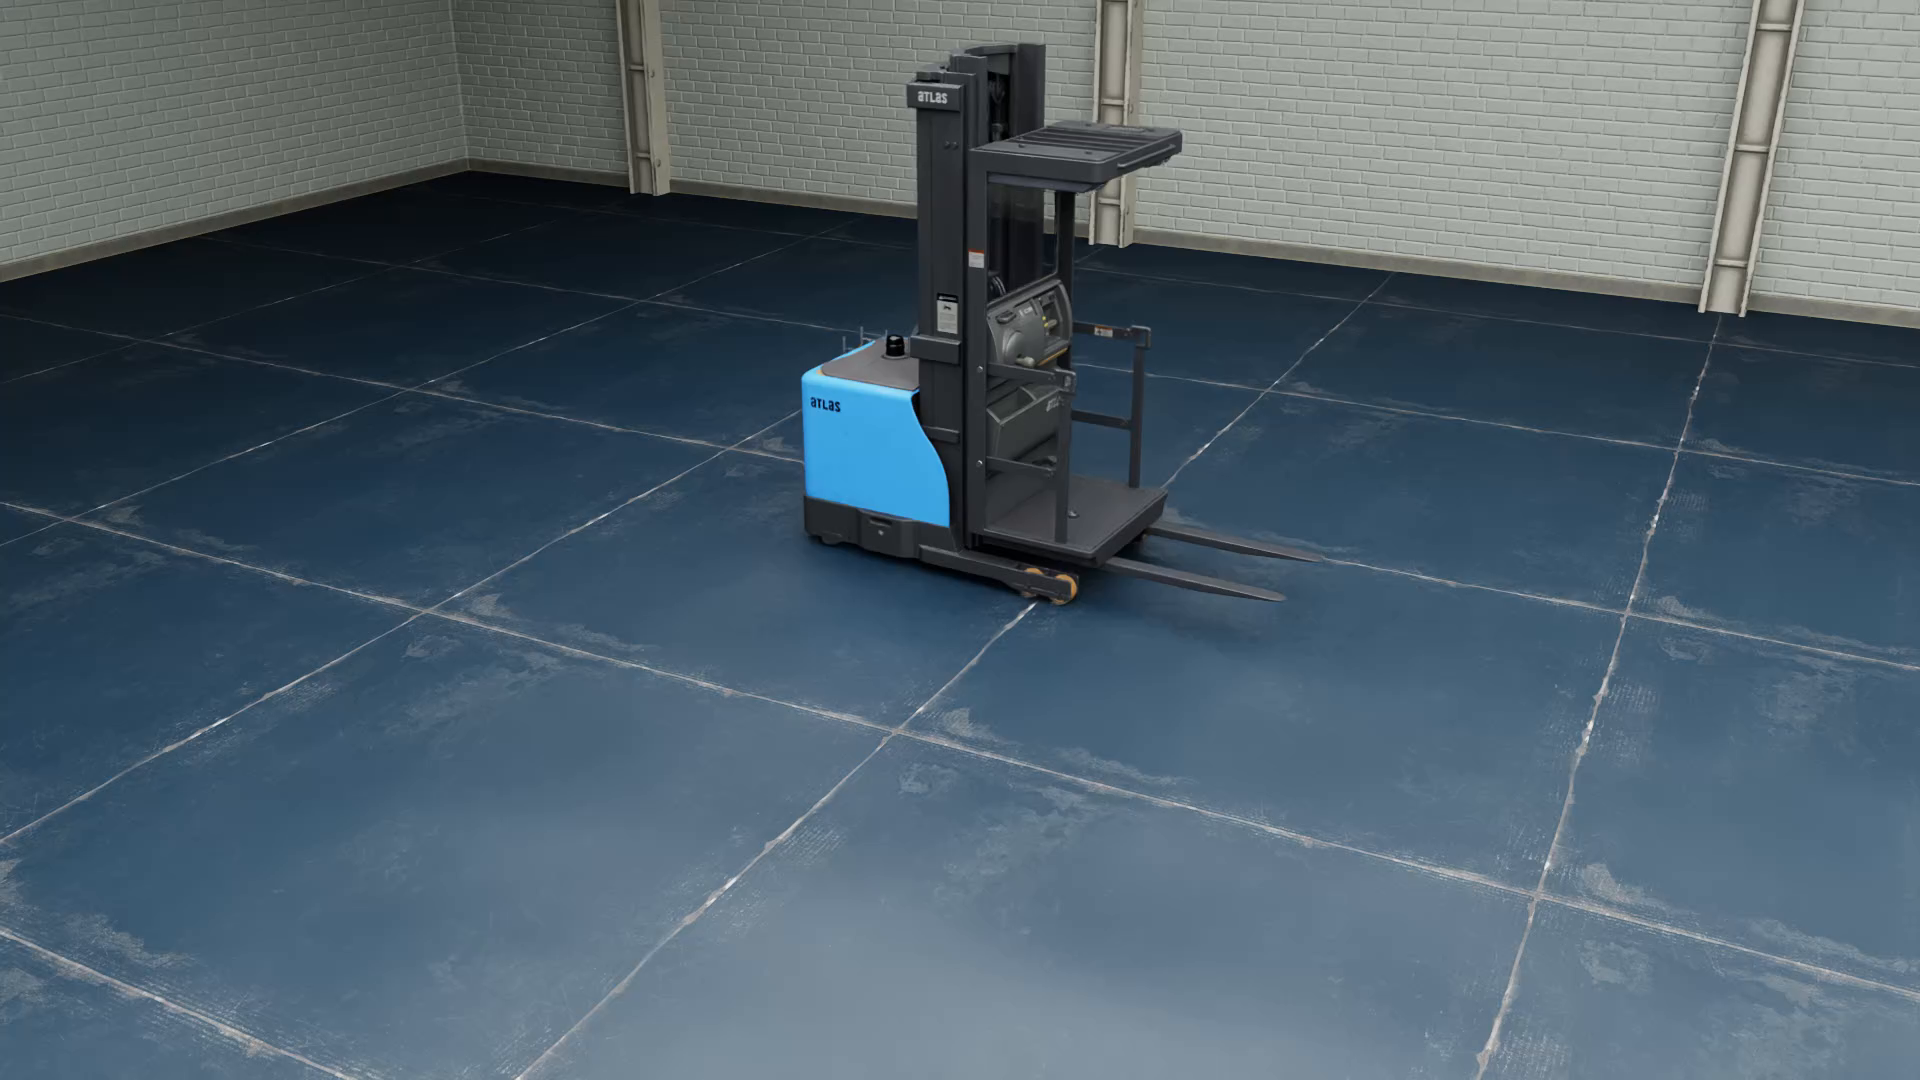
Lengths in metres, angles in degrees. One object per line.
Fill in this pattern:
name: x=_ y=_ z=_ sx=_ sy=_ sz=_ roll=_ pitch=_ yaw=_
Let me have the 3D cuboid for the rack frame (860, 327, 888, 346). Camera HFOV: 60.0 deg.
rack frame: x=-0.556 y=-0.887 z=10.994 sx=0.200 sy=1.050 sz=0.008 roll=10 pitch=25 yaw=22

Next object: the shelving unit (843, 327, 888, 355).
shelving unit: x=-0.606 y=-0.843 z=10.891 sx=0.215 sy=1.050 sz=0.252 roll=10 pitch=25 yaw=22

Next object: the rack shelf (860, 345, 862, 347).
rack shelf: x=-0.606 y=-1.095 z=10.785 sx=0.215 sy=0.259 sz=0.240 roll=10 pitch=25 yaw=22

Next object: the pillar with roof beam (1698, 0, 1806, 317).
pillar with roof beam: x=5.018 y=-4.734 z=9.882 sx=0.400 sy=9.000 sz=9.100 roll=11 pitch=25 yaw=25

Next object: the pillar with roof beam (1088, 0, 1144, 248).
pillar with roof beam: x=-0.336 y=-5.793 z=12.373 sx=0.400 sy=9.000 sz=9.100 roll=11 pitch=25 yaw=25

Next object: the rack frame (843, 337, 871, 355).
rack frame: x=-0.657 y=-0.800 z=10.789 sx=0.200 sy=1.050 sz=0.008 roll=10 pitch=25 yaw=22

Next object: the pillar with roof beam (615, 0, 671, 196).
pillar with roof beam: x=-5.691 y=-6.852 z=14.865 sx=0.400 sy=9.000 sz=9.100 roll=11 pitch=25 yaw=25

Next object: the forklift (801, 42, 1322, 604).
forklift: x=0.579 y=-1.223 z=9.380 sx=3.031 sy=2.935 sz=1.130 roll=13 pitch=26 yaw=27
